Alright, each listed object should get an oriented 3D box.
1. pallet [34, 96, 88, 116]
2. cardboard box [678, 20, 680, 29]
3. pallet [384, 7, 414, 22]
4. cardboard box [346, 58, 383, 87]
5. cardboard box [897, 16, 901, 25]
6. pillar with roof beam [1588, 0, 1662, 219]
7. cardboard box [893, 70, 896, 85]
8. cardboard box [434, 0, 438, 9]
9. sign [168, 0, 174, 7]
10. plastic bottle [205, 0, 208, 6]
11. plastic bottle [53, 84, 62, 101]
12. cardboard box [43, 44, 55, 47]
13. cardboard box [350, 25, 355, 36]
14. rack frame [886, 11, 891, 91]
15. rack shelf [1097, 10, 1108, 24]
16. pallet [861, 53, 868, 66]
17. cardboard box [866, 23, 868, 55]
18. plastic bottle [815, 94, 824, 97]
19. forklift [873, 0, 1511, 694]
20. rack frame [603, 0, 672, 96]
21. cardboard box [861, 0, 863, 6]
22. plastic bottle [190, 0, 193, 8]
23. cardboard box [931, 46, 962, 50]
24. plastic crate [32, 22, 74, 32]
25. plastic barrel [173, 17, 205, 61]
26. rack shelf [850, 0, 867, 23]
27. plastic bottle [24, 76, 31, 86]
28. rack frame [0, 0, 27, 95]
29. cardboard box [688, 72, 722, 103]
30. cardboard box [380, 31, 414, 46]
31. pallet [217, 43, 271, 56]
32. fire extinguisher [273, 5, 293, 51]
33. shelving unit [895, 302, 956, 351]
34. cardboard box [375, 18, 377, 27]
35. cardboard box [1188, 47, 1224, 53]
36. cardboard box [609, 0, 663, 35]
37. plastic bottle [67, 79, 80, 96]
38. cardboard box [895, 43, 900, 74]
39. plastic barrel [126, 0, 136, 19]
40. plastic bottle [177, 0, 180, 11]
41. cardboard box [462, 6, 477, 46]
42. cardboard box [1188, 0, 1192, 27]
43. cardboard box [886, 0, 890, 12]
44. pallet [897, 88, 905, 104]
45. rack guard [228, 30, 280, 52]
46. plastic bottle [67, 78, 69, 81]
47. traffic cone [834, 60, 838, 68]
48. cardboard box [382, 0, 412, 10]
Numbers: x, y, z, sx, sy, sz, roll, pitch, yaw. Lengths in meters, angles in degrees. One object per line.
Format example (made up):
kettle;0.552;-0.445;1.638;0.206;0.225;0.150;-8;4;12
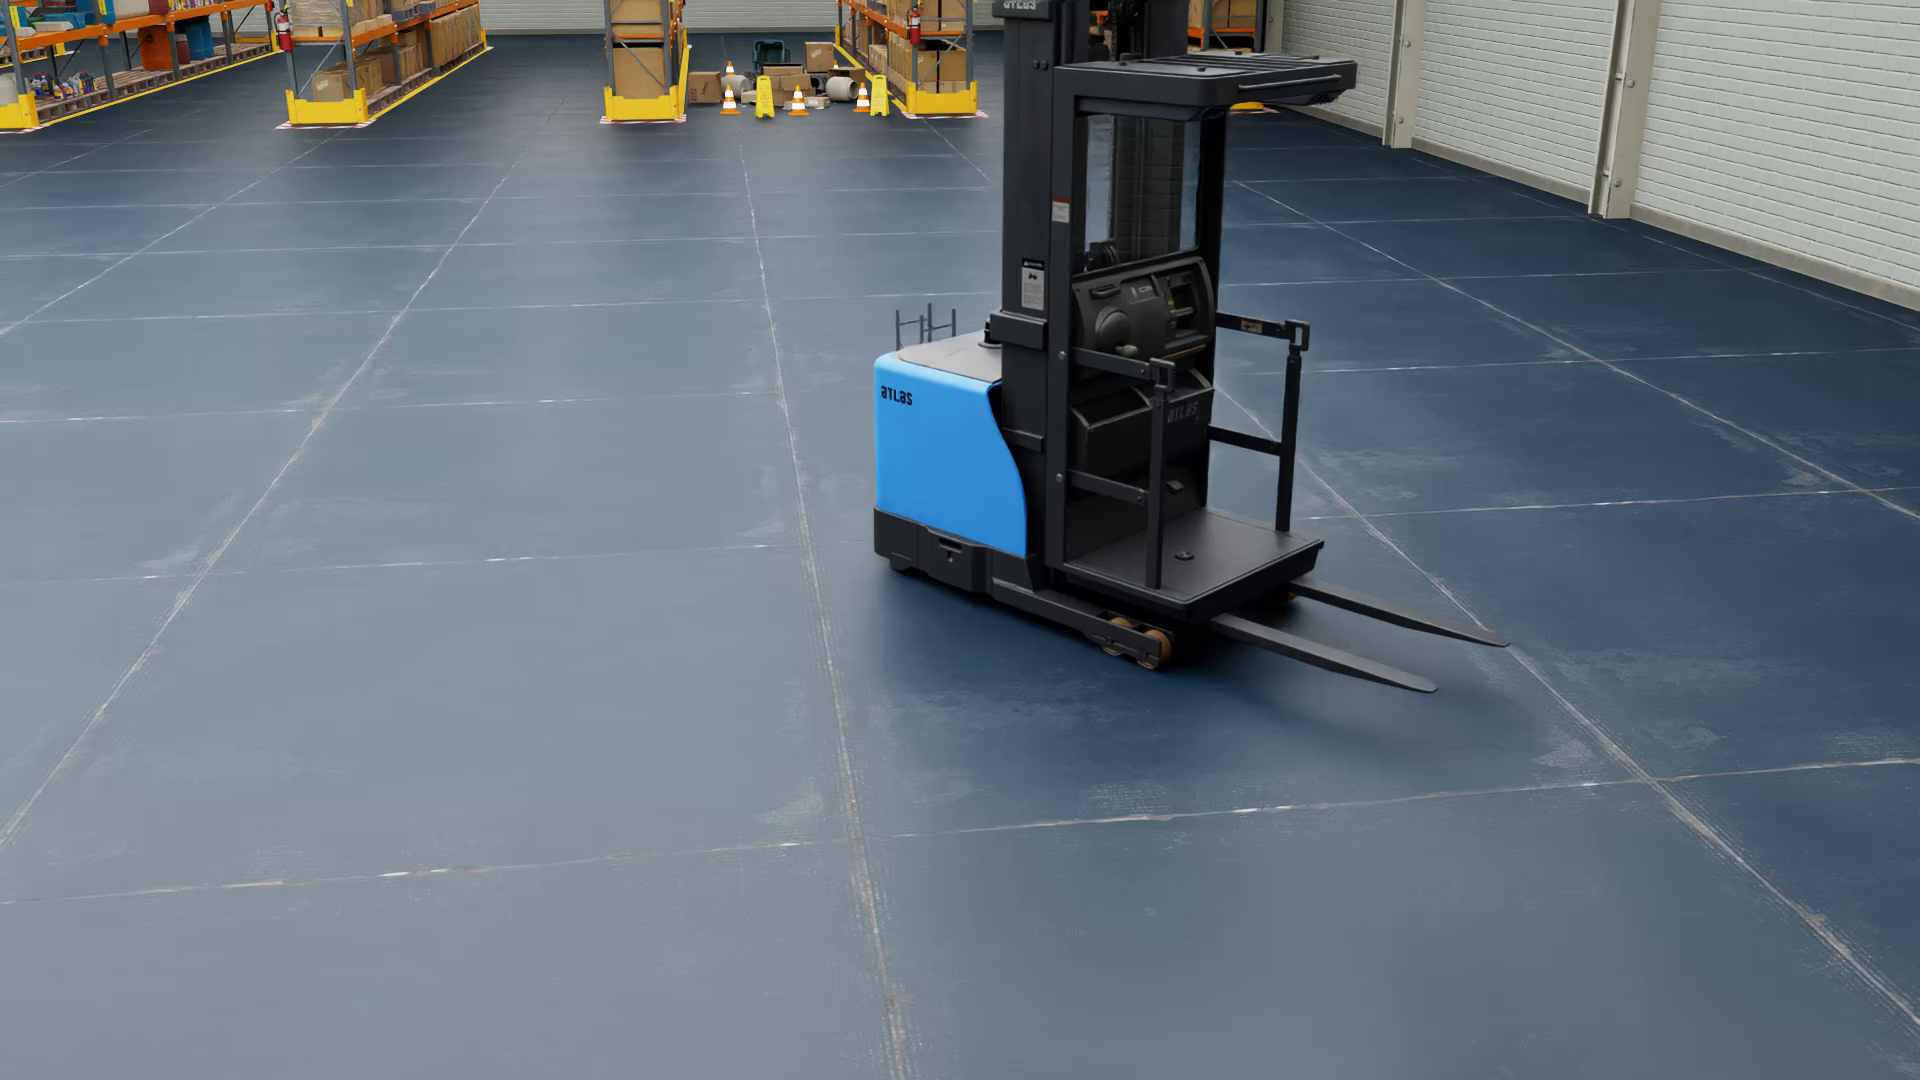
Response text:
pallet;-15.347;-7.259;27.851;1.003;0.211;1.213;-3;21;-8
cardboard box;-6.492;-11.412;36.884;0.500;0.250;0.500;-2;21;-5
pallet;-10.647;-9.656;30.555;1.003;0.211;1.213;-3;21;-8
cardboard box;-10.662;-8.359;29.781;0.500;0.500;0.500;-4;21;-9
cardboard box;-0.907;-9.201;29.424;0.380;0.149;0.250;-3;21;-8
pillar with roof beam;2.875;-7.565;16.110;9.100;9.000;0.400;-3;21;-8
cardboard box;-0.968;-8.480;30.463;0.500;0.250;0.500;-2;21;-5
cardboard box;-11.134;-11.266;34.449;0.500;0.500;0.500;-3;21;-9
sign;-15.615;-10.715;32.885;0.100;0.325;0.005;-3;21;-8
plastic bottle;-16.279;-11.669;35.742;0.144;0.351;0.185;-3;21;-8
plastic bottle;-14.958;-7.410;27.540;0.097;0.271;0.097;0;20;0
cardboard box;-21.892;-11.989;39.473;0.500;0.500;0.500;-3;21;-8
cardboard box;-9.926;-8.169;26.660;0.380;0.149;0.250;-3;21;-8
rack frame;-0.874;-9.973;31.132;1.000;3.000;0.127;-3;21;-8
rack shelf;3.749;-10.580;33.785;1.077;0.370;4.000;-3;21;-8
pallet;-1.662;-10.750;37.197;1.003;0.211;1.213;-3;21;-8
cardboard box;-1.592;-11.112;36.617;0.875;0.875;0.875;-3;21;-7
plastic bottle;-2.544;-8.055;30.196;0.133;0.061;0.283;1;20;2
forklift;0.978;-1.020;7.257;3.031;2.935;1.130;19;27;40
rack frame;-5.181;-8.304;26.662;1.000;3.000;0.127;-3;21;-8
cardboard box;-1.870;-11.626;35.771;0.500;0.250;0.500;-3;21;-7
plastic bottle;-16.120;-11.287;34.720;0.144;0.351;0.185;-3;21;-8
cardboard box;-0.224;-8.331;28.991;0.500;0.500;0.500;-4;21;-10
plastic crate;-15.097;-8.551;27.700;0.530;0.136;0.437;-3;21;-8
plastic barrel;-16.571;-10.773;35.671;0.600;0.901;0.708;-3;21;-8
rack shelf;-1.739;-11.714;36.820;1.077;0.370;4.000;-3;21;-8
plastic bottle;-15.787;-7.676;28.138;0.144;0.351;0.185;-3;21;-8
rack frame;-15.005;-7.839;25.417;1.000;3.000;0.127;-3;21;-8
cardboard box;-4.518;-8.033;29.506;0.500;0.500;0.500;1;20;2
cardboard box;-11.044;-9.831;32.623;0.500;0.250;0.500;-1;20;-2
pallet;-17.231;-11.785;39.967;1.003;0.211;1.213;-3;21;-8
fire extinguisher;-10.543;-7.989;25.931;0.296;0.674;0.183;-3;21;-8
shelving unit;-0.172;-0.609;8.628;0.258;1.200;0.189;-19;27;-40
cardboard box;-10.227;-8.861;28.513;0.380;0.149;0.250;-3;21;-8
cardboard box;4.239;-8.361;28.715;0.500;0.250;0.500;-2;21;-6
cardboard box;-5.279;-8.500;26.973;0.875;0.550;0.550;-3;21;-8
plastic bottle;-15.110;-7.711;28.338;0.152;0.276;0.135;-3;21;-7
cardboard box;-0.894;-8.651;29.849;0.500;0.500;0.500;-2;21;-5
plastic barrel;-15.671;-10.034;31.099;0.433;0.535;0.433;0;20;0
plastic bottle;-15.942;-10.929;33.857;0.061;0.283;0.133;-3;21;-8
cardboard box;-12.108;-12.297;39.790;0.875;0.875;0.875;-3;21;-8
cardboard box;4.218;-9.224;28.983;0.500;0.500;0.500;-2;21;-6
cardboard box;-1.086;-9.993;30.617;0.500;0.500;0.500;-3;21;-8
pallet;-0.563;-8.013;29.869;1.003;0.211;1.213;-3;21;-8
rack guard;-17.328;-12.215;40.707;1.175;0.500;0.348;-3;21;-8
plastic bottle;-15.227;-7.757;28.450;0.061;0.283;0.133;-3;21;-8
traffic cone;-2.438;-9.144;32.536;0.336;0.463;0.334;-3;21;-8
cardboard box;-10.656;-10.233;30.371;1.000;1.000;1.000;-3;21;-7
